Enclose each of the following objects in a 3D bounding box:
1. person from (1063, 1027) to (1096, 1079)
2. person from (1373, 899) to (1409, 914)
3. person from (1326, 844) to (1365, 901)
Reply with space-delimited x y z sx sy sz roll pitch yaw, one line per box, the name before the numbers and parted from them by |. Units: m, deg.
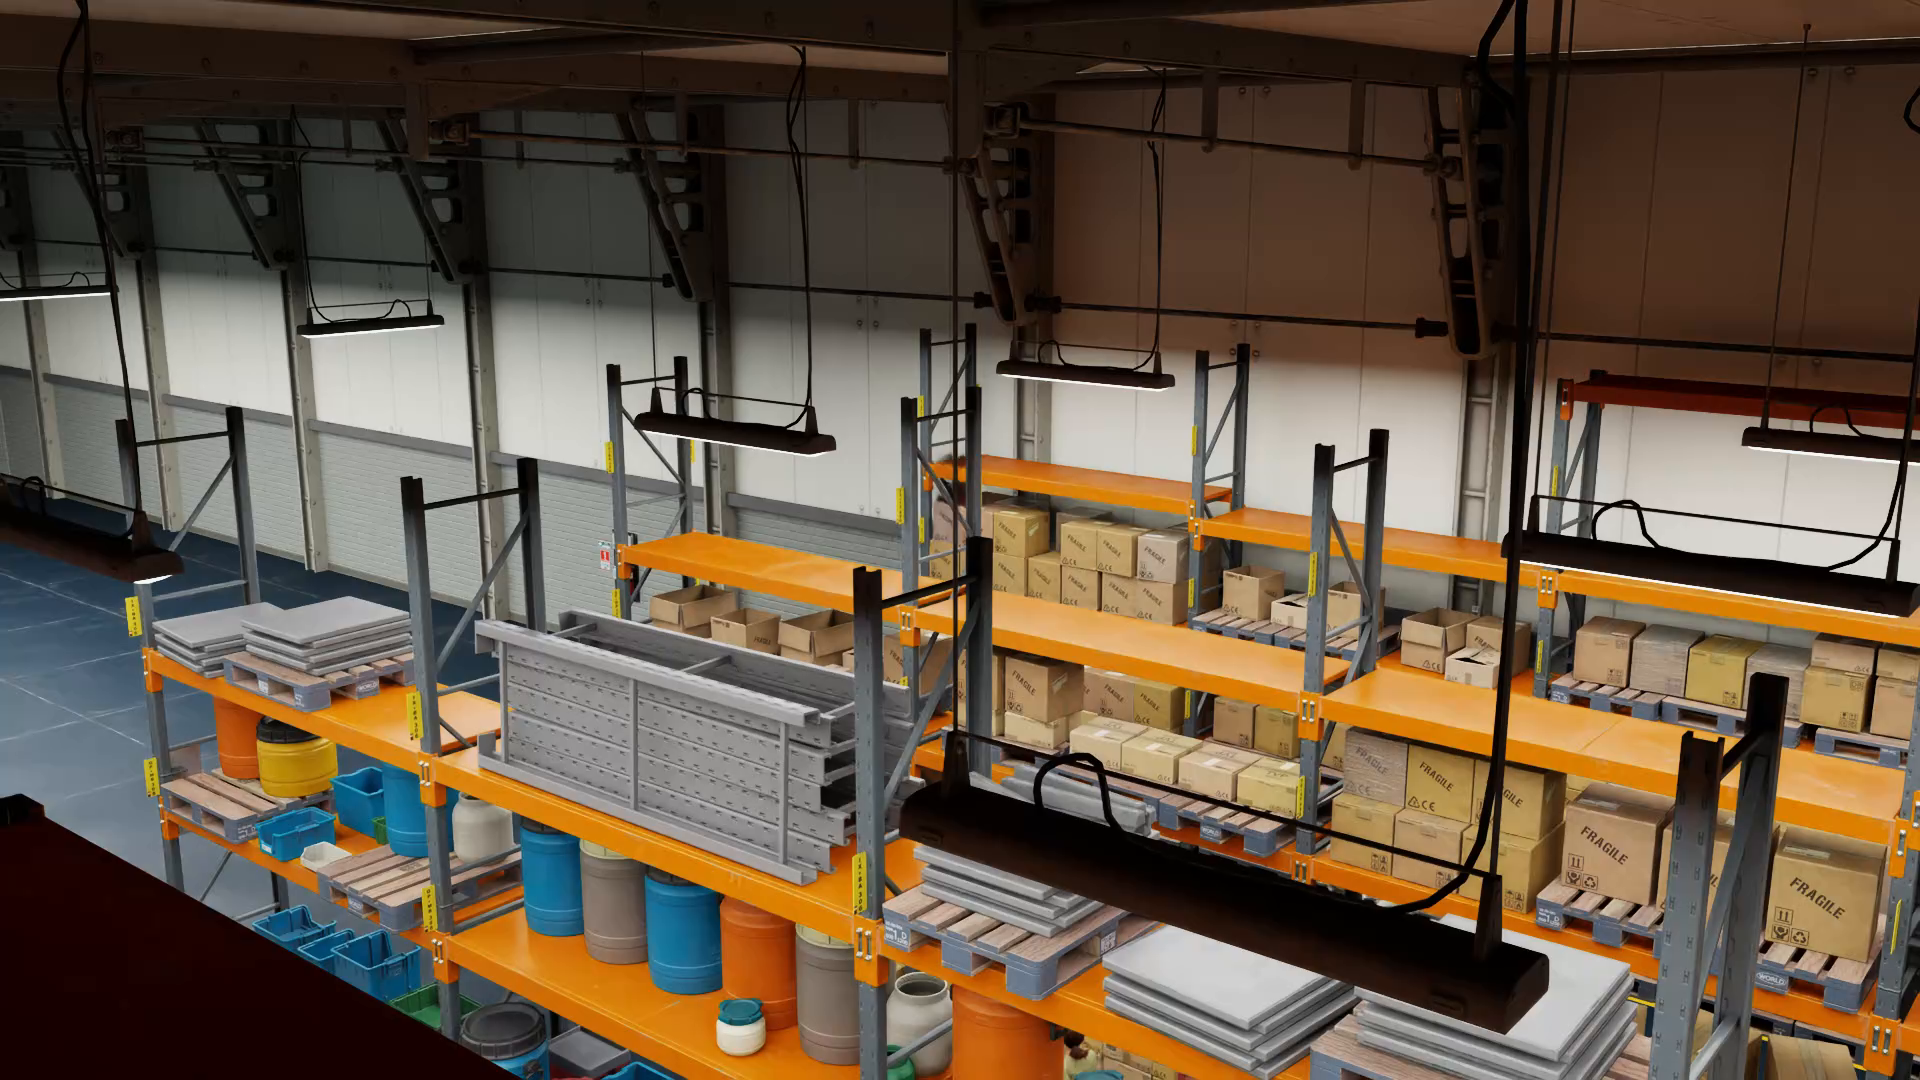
person | 0.823 4.433 12.897 1.006 1.625 0.562 8 15 32
person | 3.958 3.834 15.603 1.064 1.620 0.469 9 15 35
person | 3.981 3.462 16.892 0.517 1.787 0.634 -7 14 -28
